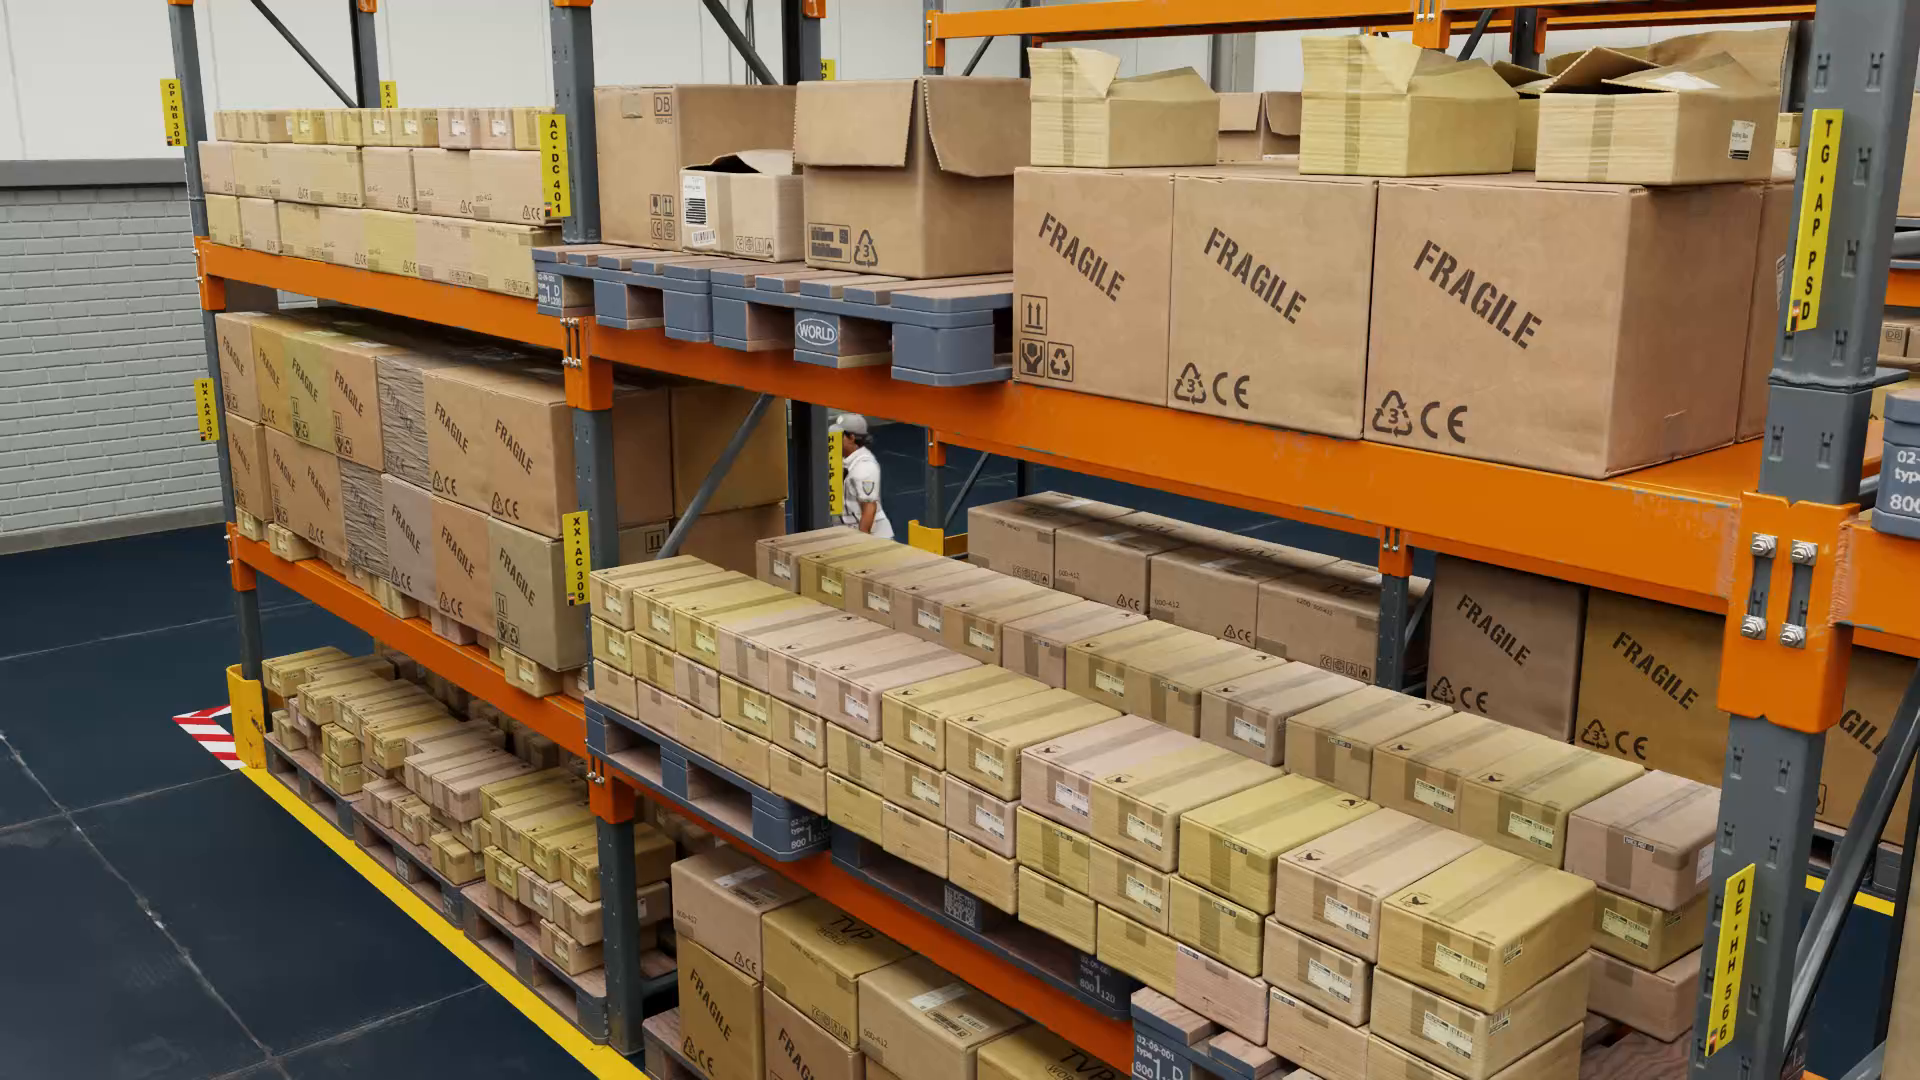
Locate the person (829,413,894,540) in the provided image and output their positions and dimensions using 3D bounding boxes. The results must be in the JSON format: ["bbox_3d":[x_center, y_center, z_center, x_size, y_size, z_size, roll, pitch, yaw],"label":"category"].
[{"bbox_3d":[-0.632,0.029,10.388,0.556,1.657,0.502,-5,15,-20],"label":"person"}]
